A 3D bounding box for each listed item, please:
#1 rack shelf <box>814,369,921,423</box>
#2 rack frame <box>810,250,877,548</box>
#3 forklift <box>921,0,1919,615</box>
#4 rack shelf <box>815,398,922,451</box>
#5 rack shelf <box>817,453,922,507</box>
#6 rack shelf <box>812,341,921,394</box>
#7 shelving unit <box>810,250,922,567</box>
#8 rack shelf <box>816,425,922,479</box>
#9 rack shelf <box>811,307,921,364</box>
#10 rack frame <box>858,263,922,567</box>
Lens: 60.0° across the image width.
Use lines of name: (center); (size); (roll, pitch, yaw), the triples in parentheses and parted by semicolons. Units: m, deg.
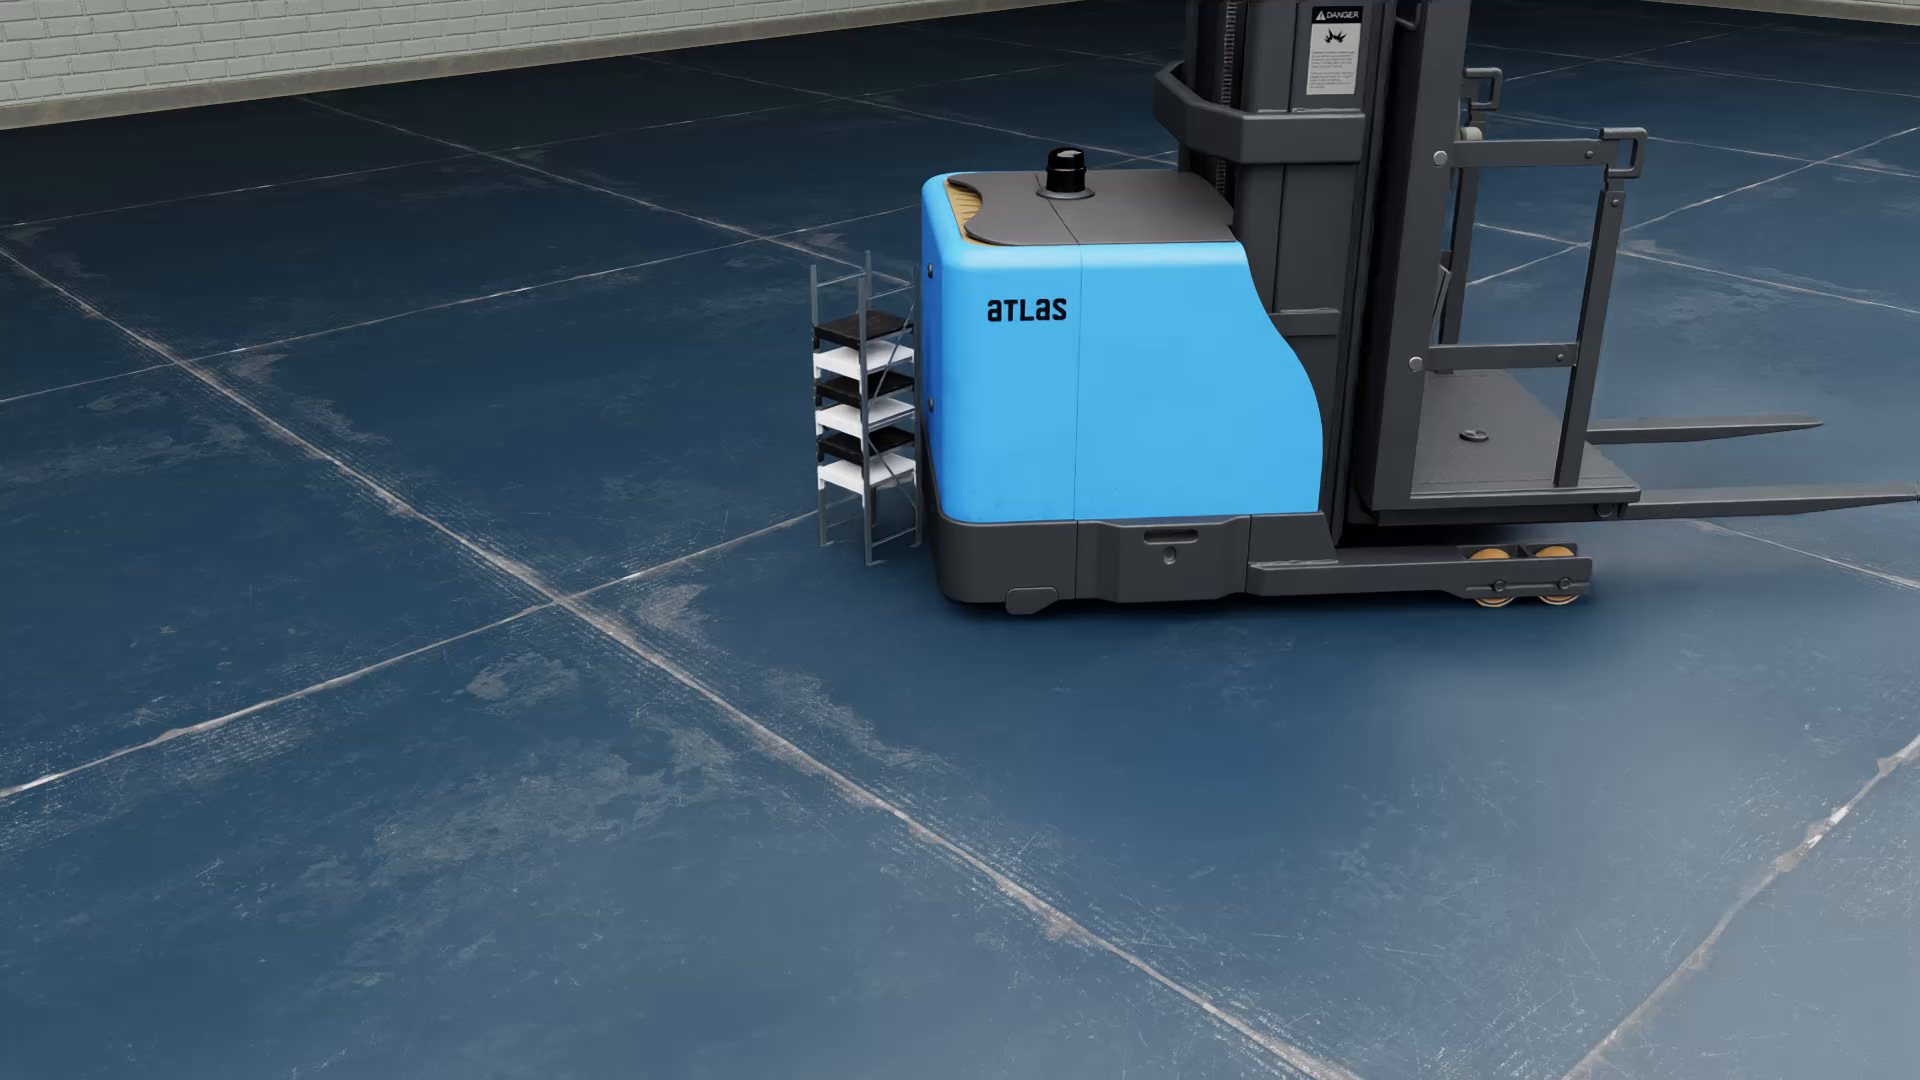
rack shelf: (-0.277, -0.444, 5.003); (0.200, 0.077, 0.258); (21, 32, 39)
rack frame: (-0.351, -0.422, 5.090); (0.006, 0.900, 0.240); (21, 32, 39)
forklift: (1.414, -1.356, 4.691); (3.031, 2.935, 1.130); (-2, 25, -4)
rack shelf: (-0.277, -0.362, 5.040); (0.200, 0.077, 0.258); (21, 32, 39)
rack shelf: (-0.277, -0.199, 5.115); (0.200, 0.077, 0.258); (21, 32, 39)
rack shelf: (-0.277, -0.526, 4.966); (0.200, 0.077, 0.258); (21, 32, 39)
shelving unit: (-0.277, -0.393, 5.027); (0.210, 0.900, 0.258); (21, 32, 39)
rack shelf: (-0.277, -0.281, 5.078); (0.200, 0.077, 0.258); (21, 32, 39)
rack shelf: (-0.277, -0.608, 4.928); (0.200, 0.077, 0.258); (21, 32, 39)
rack frame: (-0.203, -0.364, 4.963); (0.006, 0.900, 0.240); (21, 32, 39)
